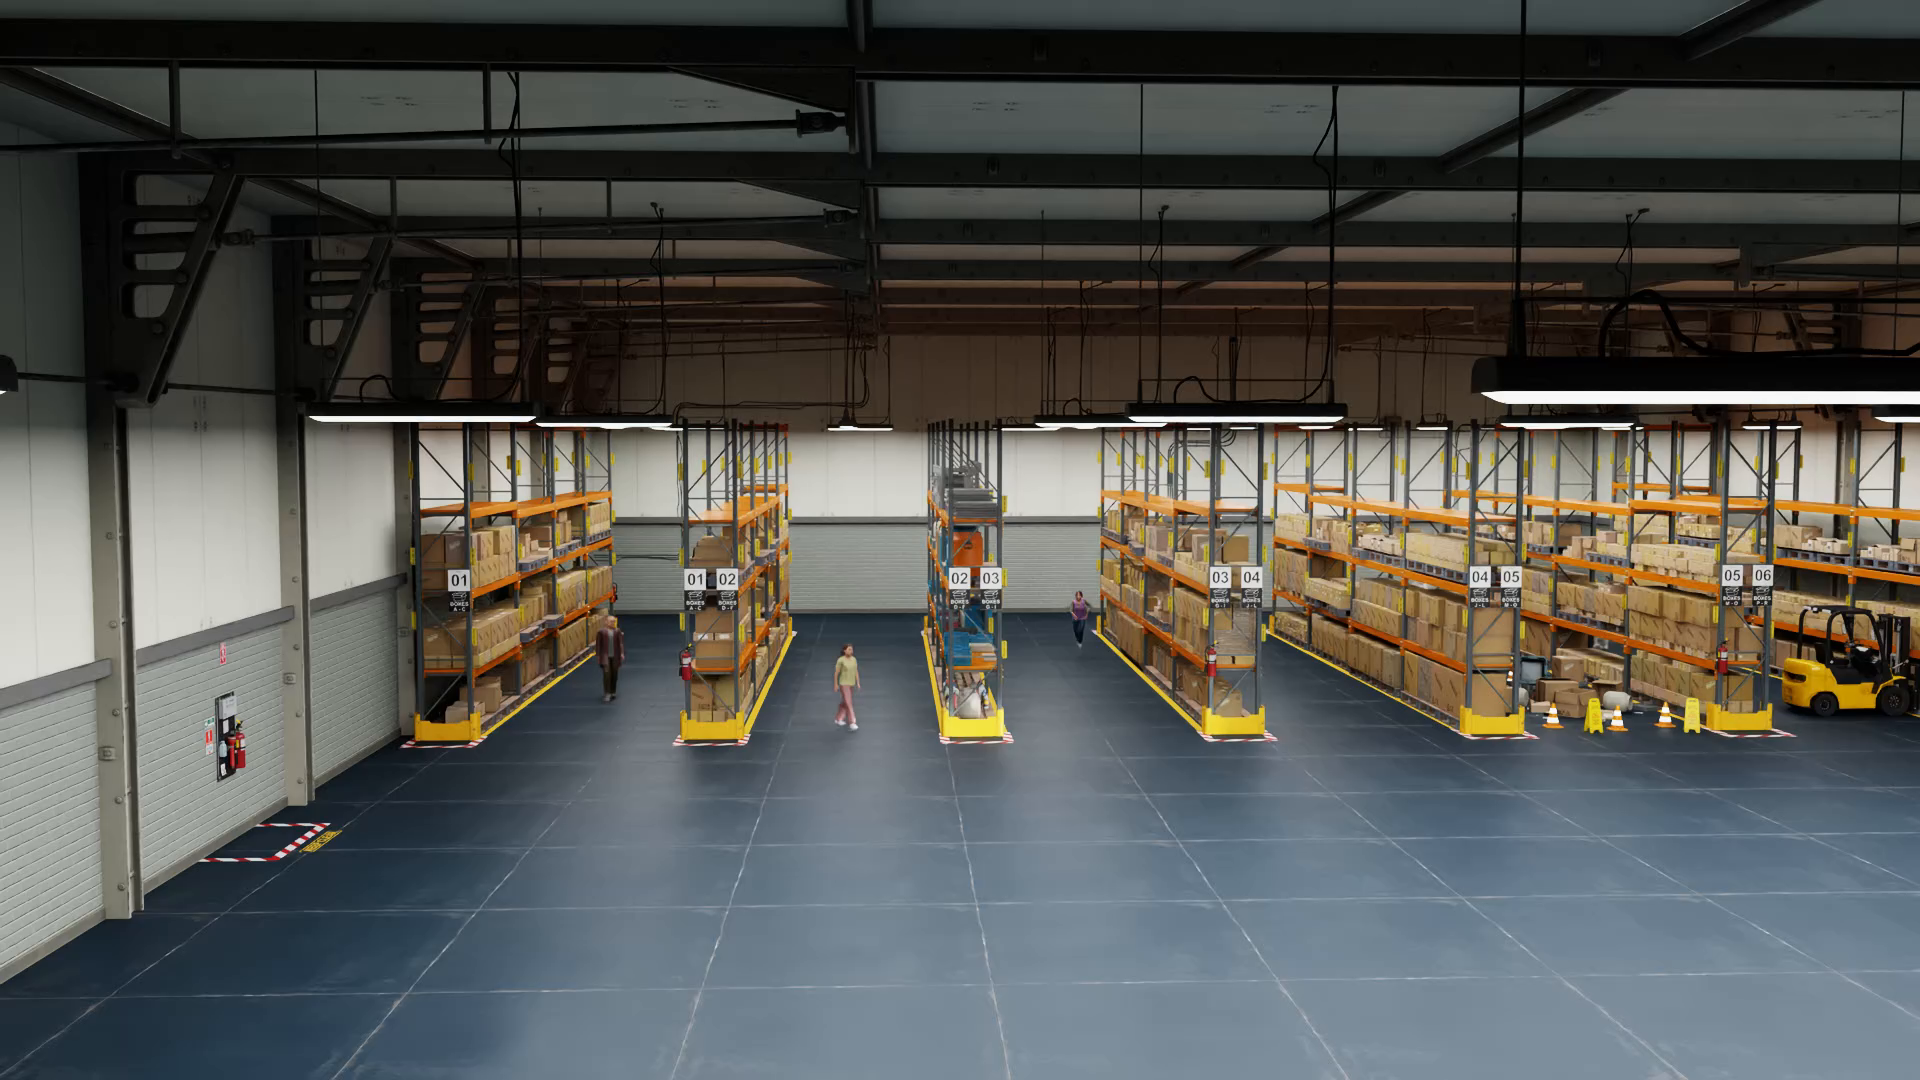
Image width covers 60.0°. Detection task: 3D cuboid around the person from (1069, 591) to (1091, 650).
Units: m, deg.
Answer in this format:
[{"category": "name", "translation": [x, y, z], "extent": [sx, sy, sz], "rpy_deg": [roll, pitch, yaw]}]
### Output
[{"category": "person", "translation": [3.077, 2.052, 42.701], "extent": [0.552, 1.534, 0.791], "rpy_deg": [1, 4, 9]}]

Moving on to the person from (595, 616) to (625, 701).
[{"category": "person", "translation": [-7.520, 2.562, 35.919], "extent": [0.593, 1.817, 0.732], "rpy_deg": [-2, 4, -27]}]

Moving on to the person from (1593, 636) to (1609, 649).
[{"category": "person", "translation": [17.057, 2.074, 44.206], "extent": [0.452, 1.690, 0.543], "rpy_deg": [-1, 4, -20]}]

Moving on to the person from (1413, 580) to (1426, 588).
[{"category": "person", "translation": [14.383, 1.556, 52.001], "extent": [0.887, 1.647, 0.480], "rpy_deg": [-2, 4, -30]}]

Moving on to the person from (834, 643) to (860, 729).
[{"category": "person", "translation": [-2.154, 2.817, 32.296], "extent": [0.934, 1.628, 0.512], "rpy_deg": [4, 5, 44]}]
